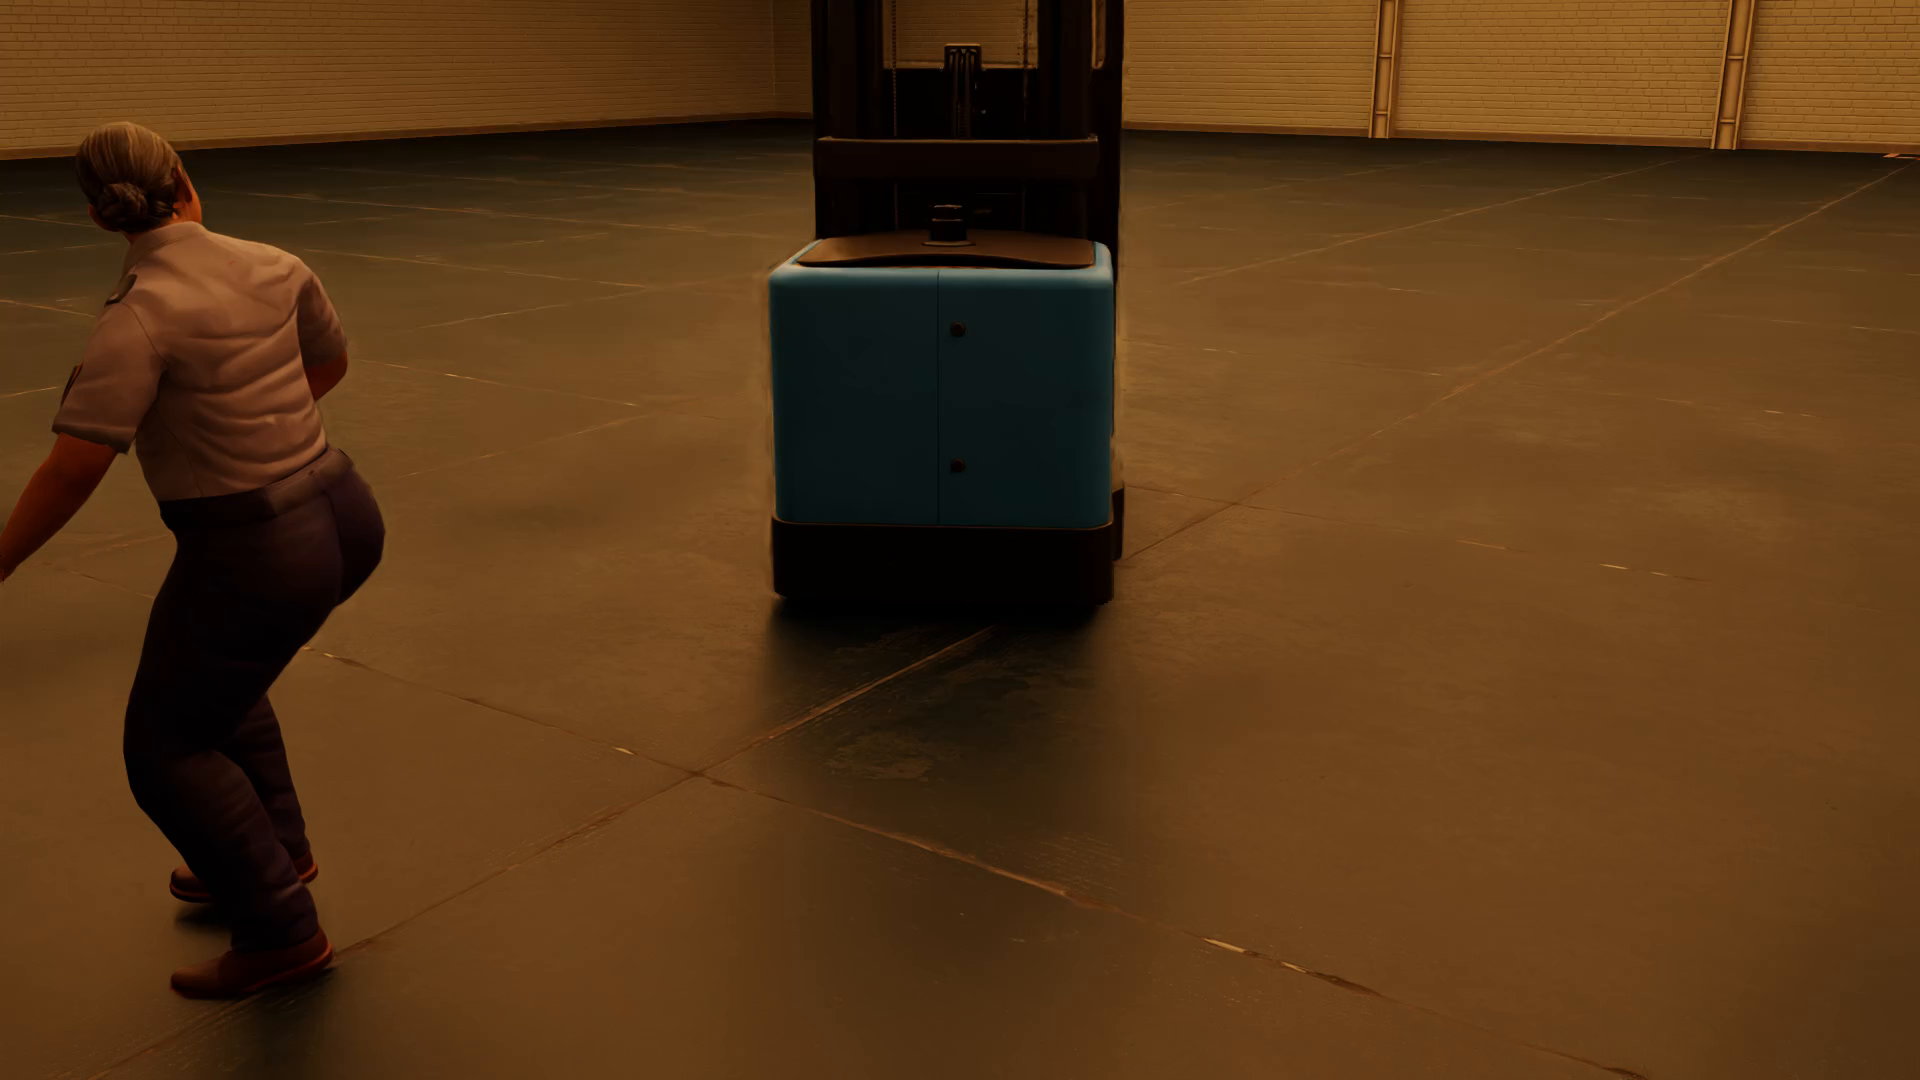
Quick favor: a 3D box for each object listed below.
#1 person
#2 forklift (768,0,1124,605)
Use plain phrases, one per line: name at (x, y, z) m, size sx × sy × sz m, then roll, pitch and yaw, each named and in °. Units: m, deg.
person at (-1.416, 0.045, 3.099) m, size 0.566 × 1.603 × 0.720 m, roll 3°, pitch 17°, yaw 9°
forklift at (0.042, -1.579, 6.112) m, size 1.130 × 2.935 × 3.031 m, roll 1°, pitch 17°, yaw 4°
